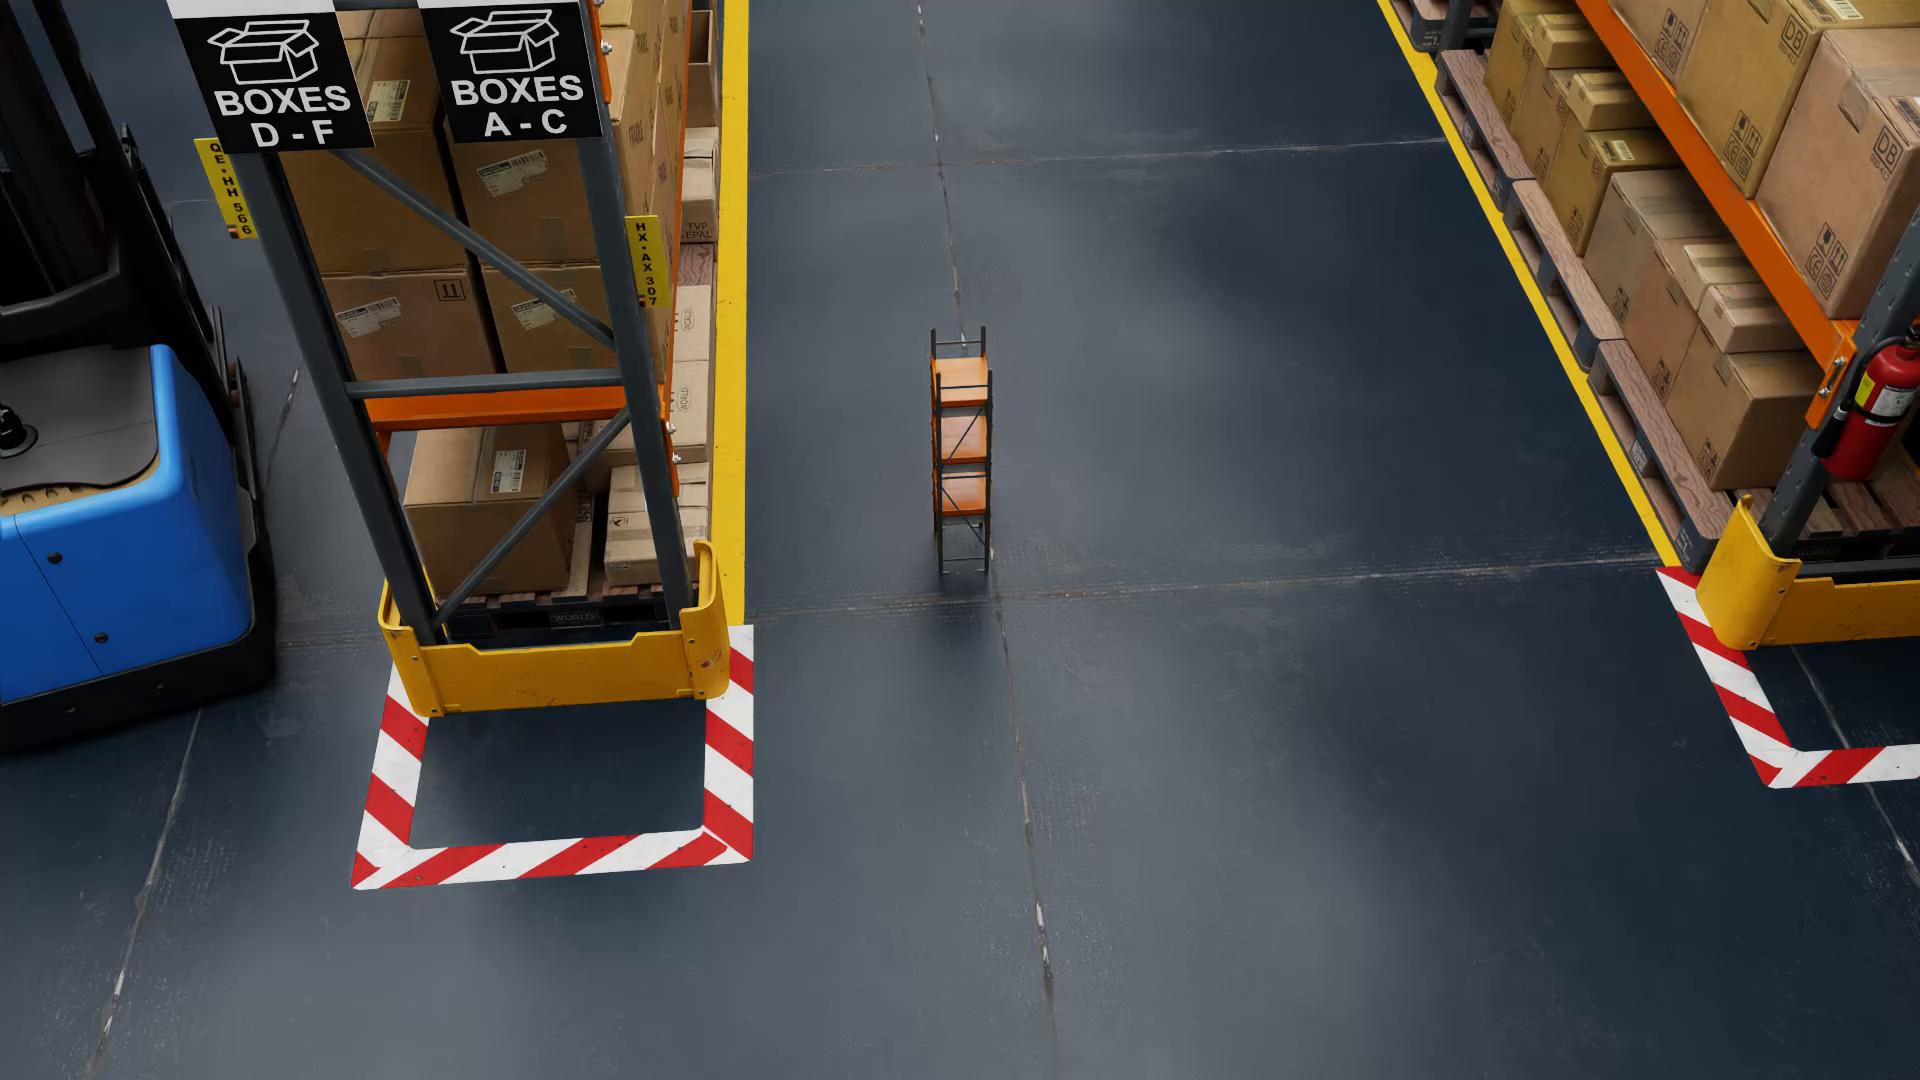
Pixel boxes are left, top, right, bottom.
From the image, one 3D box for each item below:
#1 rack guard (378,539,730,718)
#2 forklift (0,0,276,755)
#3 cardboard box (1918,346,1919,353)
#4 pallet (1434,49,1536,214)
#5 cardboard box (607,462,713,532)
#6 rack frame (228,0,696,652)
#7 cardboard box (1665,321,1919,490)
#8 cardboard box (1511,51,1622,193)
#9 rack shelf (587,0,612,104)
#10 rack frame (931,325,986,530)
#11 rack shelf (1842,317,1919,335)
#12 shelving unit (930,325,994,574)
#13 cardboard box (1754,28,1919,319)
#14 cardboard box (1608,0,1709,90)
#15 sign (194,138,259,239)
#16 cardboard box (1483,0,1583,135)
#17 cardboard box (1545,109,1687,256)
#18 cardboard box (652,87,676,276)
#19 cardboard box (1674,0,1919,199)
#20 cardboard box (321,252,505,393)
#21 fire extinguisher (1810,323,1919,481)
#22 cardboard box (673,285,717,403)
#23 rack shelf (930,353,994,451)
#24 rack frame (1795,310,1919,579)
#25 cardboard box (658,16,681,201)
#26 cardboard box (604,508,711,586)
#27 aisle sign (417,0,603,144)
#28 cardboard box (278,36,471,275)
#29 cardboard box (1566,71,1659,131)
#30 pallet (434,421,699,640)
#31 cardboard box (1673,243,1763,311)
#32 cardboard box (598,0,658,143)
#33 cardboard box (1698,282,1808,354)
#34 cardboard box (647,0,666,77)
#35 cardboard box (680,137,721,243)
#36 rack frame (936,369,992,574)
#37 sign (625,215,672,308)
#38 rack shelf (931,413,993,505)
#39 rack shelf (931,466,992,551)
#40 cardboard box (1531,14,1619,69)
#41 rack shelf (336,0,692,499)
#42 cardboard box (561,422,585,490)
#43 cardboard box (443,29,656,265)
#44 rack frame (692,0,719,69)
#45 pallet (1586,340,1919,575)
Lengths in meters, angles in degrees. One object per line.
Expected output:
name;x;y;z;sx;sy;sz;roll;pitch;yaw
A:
rack guard;-1.459;0.326;6.097;1.175;0.500;0.348;-3;47;-3
forklift;-3.564;-1.331;5.992;1.130;2.935;3.031;-16;49;-14
cardboard box;3.535;-0.712;6.344;0.380;0.149;0.250;-3;47;-3
pallet;3.134;-2.163;8.653;1.003;0.211;1.213;-3;47;-3
cardboard box;-1.166;-0.160;6.484;0.380;0.166;0.250;-3;47;-3
rack frame;-1.452;-0.479;5.137;1.000;3.000;0.127;-3;47;-3
cardboard box;3.325;-0.568;6.654;0.700;0.500;0.500;-3;47;-3
cardboard box;3.148;-2.050;8.058;0.700;0.500;0.500;-4;47;-4
rack shelf;-1.620;-2.710;5.680;1.077;0.370;4.000;-3;47;-3
rack frame;-0.006;-0.411;6.416;0.200;1.050;0.008;-3;47;-3
rack shelf;3.316;-2.049;6.986;0.919;0.124;3.809;-3;47;-3
shelving unit;0.004;-0.322;6.332;0.215;1.050;0.252;-3;47;-3
cardboard box;3.431;-1.254;5.665;0.980;0.700;0.700;-2;47;-1
cardboard box;3.304;-2.332;6.686;0.980;0.700;0.700;-6;47;-5
sign;-2.007;-0.966;4.584;0.100;0.325;0.005;-3;47;-3
cardboard box;3.109;-2.414;8.403;0.700;0.500;0.500;-3;47;-3
cardboard box;3.189;-1.679;7.706;0.700;0.500;0.500;-3;47;-2
cardboard box;-1.275;-1.223;5.773;0.500;0.500;0.500;-4;47;-4
cardboard box;3.359;-1.780;6.163;0.980;0.700;0.700;-4;47;-4
cardboard box;-1.761;-0.820;5.392;0.500;0.500;0.500;-2;47;-2
fire extinguisher;3.036;-0.490;5.459;0.296;0.674;0.183;-3;47;-3
cardboard box;-1.299;-0.818;7.050;0.500;0.250;0.500;-3;47;-3
rack shelf;0.004;-0.510;6.134;0.215;0.259;0.240;-3;47;-3
rack frame;3.480;-0.782;5.425;0.949;2.616;0.053;-3;47;-3
cardboard box;-1.314;-1.586;6.117;0.500;0.500;0.500;-4;47;-3
cardboard box;-1.145;0.027;6.319;0.380;0.149;0.250;-3;47;-3
aisle sign;-1.154;-1.341;4.164;0.394;0.787;0.004;-3;47;-3
cardboard box;-1.764;-1.162;5.027;0.500;0.500;0.500;-4;47;-4
cardboard box;3.000;-2.000;7.564;0.380;0.149;0.250;-5;47;-4
pallet;-1.526;-0.151;6.748;1.003;0.211;1.213;-3;47;-3
cardboard box;3.111;-1.057;6.671;0.380;0.149;0.250;-2;47;-2
cardboard box;-1.278;-1.572;5.415;0.500;0.500;0.500;-3;47;-3
cardboard box;3.133;-0.872;6.496;0.380;0.149;0.250;-4;47;-4
cardboard box;-1.315;-1.934;5.758;0.500;0.500;0.500;-3;47;-3
cardboard box;-1.394;-1.662;7.807;0.500;0.311;0.500;-3;47;-3
rack frame;0.015;-0.234;6.249;0.200;1.050;0.008;-3;47;-3
sign;-0.912;-0.809;4.854;0.100;0.325;0.005;-3;47;-3
rack shelf;0.004;-0.315;6.340;0.215;0.259;0.240;-3;47;-3
rack shelf;0.004;-0.124;6.542;0.215;0.259;0.240;-3;47;-3
cardboard box;2.956;-2.378;7.922;0.380;0.149;0.250;-2;47;-2
rack shelf;-1.620;-1.678;6.769;1.077;0.370;4.000;-3;47;-3
cardboard box;-1.688;-0.332;6.647;0.380;0.166;0.250;-3;47;-3
cardboard box;-1.227;-1.194;5.057;0.500;0.500;0.500;-2;47;-2
rack frame;-1.787;-3.373;7.878;1.000;3.000;0.127;-3;47;-3
pallet;3.339;-0.397;6.981;1.003;0.211;1.213;-3;47;-3
